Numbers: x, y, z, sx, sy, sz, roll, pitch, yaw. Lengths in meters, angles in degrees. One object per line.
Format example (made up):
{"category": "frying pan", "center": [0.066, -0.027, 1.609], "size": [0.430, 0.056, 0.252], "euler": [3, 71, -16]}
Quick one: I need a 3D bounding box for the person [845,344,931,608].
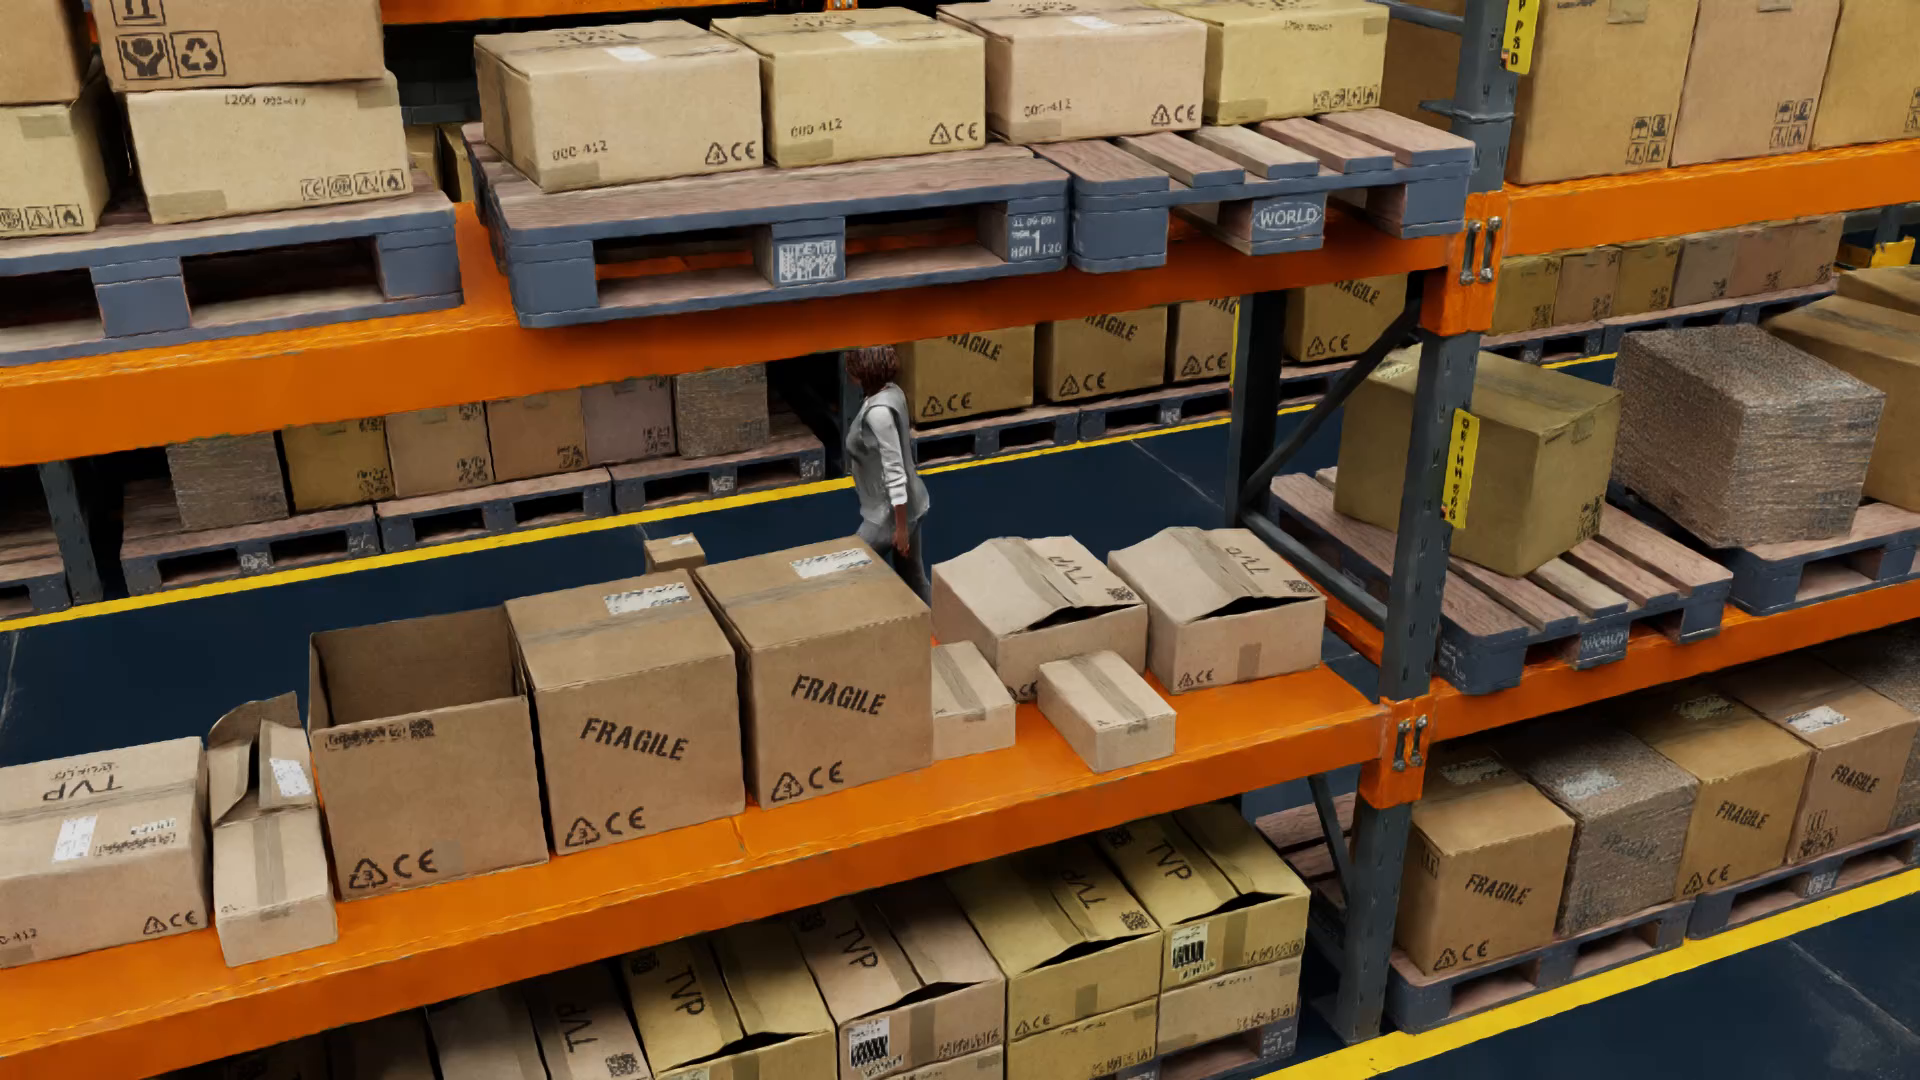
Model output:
{"category": "person", "center": [-0.271, -0.116, 7.209], "size": [0.493, 1.584, 0.442], "euler": [5, 27, 10]}
